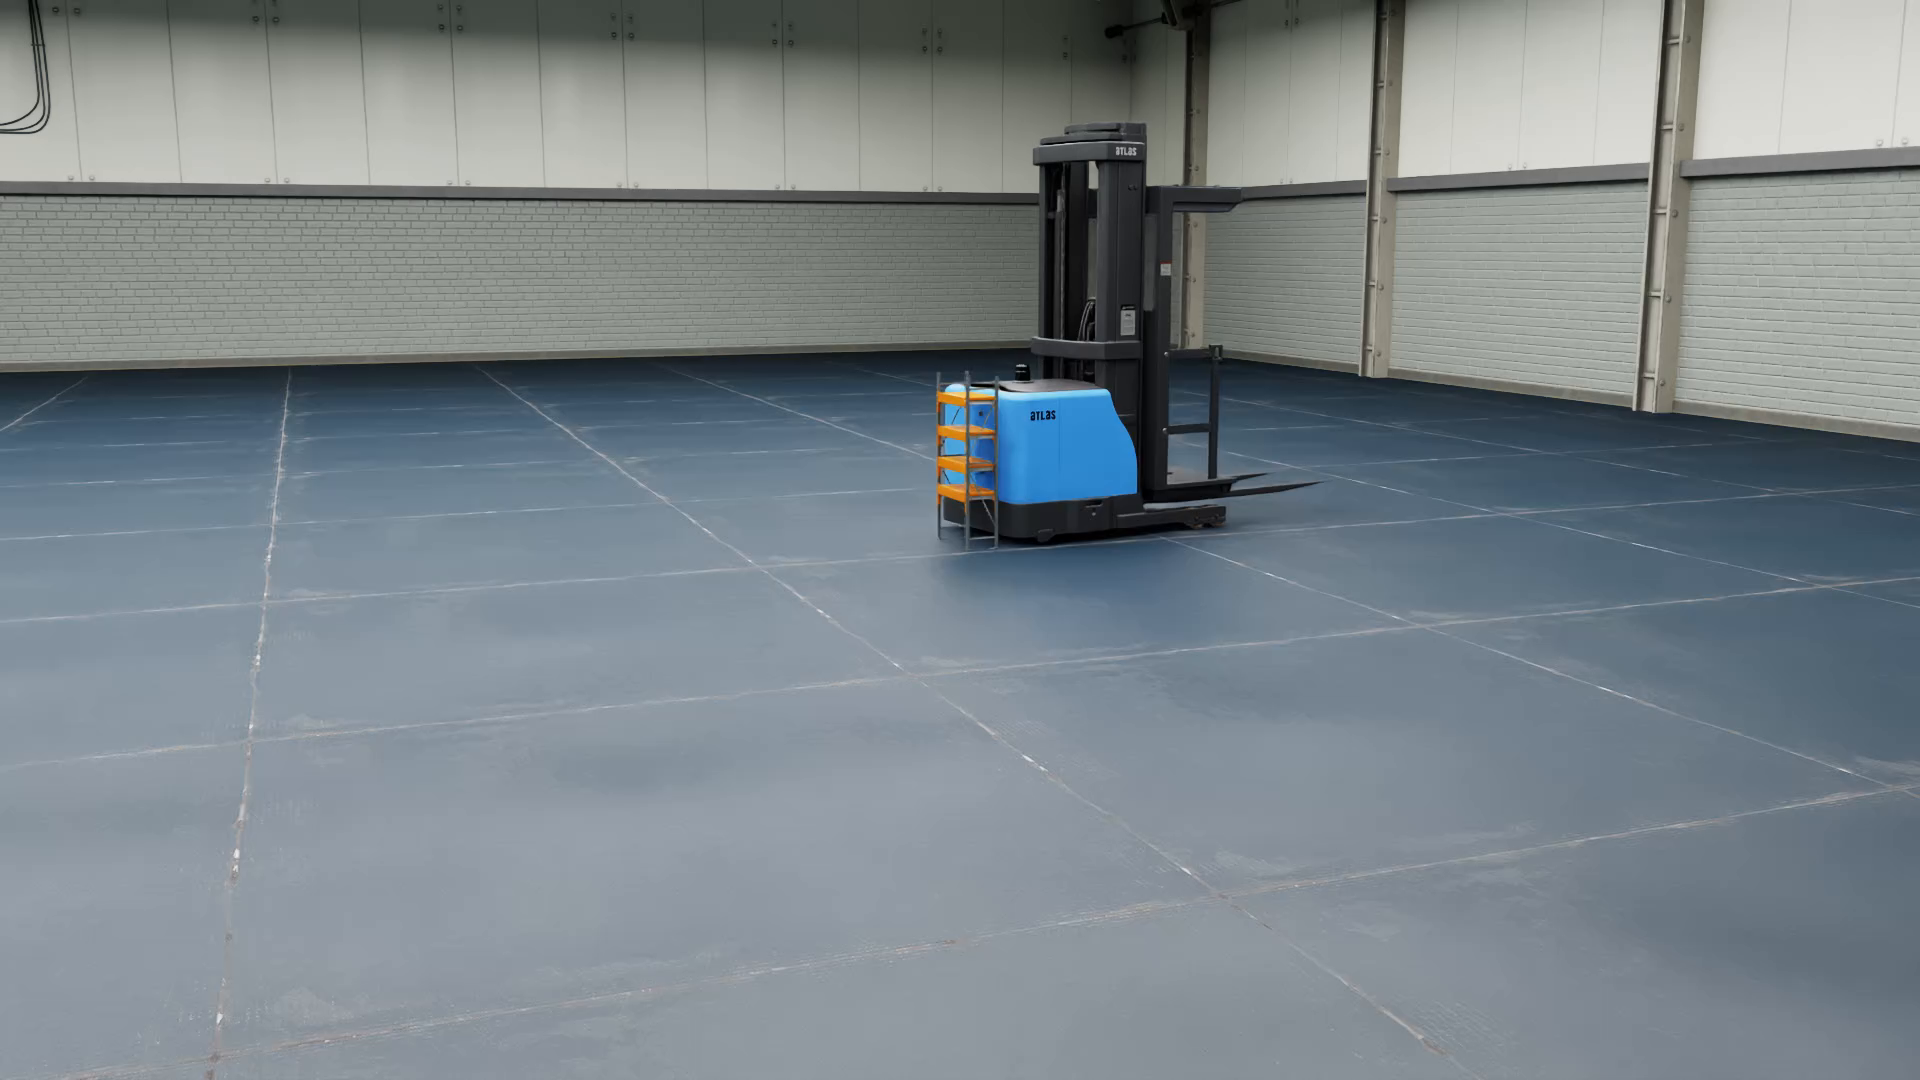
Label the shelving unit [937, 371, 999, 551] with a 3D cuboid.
[{"bbox_3d":[0.051,-0.562,11.653,0.258,1.200,0.503,-5,11,-24],"label":"shelving unit"}]

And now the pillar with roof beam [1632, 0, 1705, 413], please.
[{"bbox_3d":[4.786,-5.792,18.789,9.100,9.000,0.400,-4,11,-21],"label":"pillar with roof beam"}]

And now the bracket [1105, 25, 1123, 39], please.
[{"bbox_3d":[3.109,-10.229,33.450,0.235,0.232,0.430,-4,11,-21],"label":"bracket"}]

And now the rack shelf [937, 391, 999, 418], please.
[{"bbox_3d":[0.051,-0.949,11.584,0.258,0.148,0.480,-5,11,-24],"label":"rack shelf"}]

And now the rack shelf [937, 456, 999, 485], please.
[{"bbox_3d":[0.051,-0.496,11.665,0.258,0.148,0.480,-5,11,-24],"label":"rack shelf"}]

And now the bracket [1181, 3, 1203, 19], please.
[{"bbox_3d":[4.269,-9.706,30.514,0.235,0.232,0.430,-4,11,-21],"label":"bracket"}]

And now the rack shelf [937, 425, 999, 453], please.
[{"bbox_3d":[0.051,-0.716,11.626,0.258,0.148,0.480,-5,11,-24],"label":"rack shelf"}]

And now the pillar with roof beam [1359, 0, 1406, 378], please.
[{"bbox_3d":[2.611,-6.772,24.295,9.100,9.000,0.400,-4,11,-21],"label":"pillar with roof beam"}]

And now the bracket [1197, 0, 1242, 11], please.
[{"bbox_3d":[5.203,-9.286,28.150,0.076,0.066,4.783,-4,11,-21],"label":"bracket"}]

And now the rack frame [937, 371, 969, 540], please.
[{"bbox_3d":[-0.051,-0.601,11.872,0.240,1.200,0.015,-5,11,-24],"label":"rack frame"}]

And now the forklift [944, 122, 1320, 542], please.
[{"bbox_3d":[1.402,-1.595,12.515,3.031,2.935,1.130,-6,12,-31],"label":"forklift"}]

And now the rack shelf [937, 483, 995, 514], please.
[{"bbox_3d":[0.051,-0.300,11.700,0.258,0.148,0.480,-5,11,-24],"label":"rack shelf"}]

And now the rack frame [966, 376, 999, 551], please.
[{"bbox_3d":[0.152,-0.523,11.435,0.240,1.200,0.015,-5,11,-24],"label":"rack frame"}]

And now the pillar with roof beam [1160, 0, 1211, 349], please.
[{"bbox_3d":[0.437,-7.751,29.801,9.100,9.000,0.548,-4,11,-21],"label":"pillar with roof beam"}]

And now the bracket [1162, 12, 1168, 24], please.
[{"bbox_3d":[3.968,-9.842,31.275,0.235,0.232,0.430,-4,11,-21],"label":"bracket"}]

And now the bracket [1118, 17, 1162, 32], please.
[{"bbox_3d":[3.323,-10.132,32.908,0.076,0.066,3.189,-4,11,-21],"label":"bracket"}]

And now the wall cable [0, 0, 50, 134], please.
[{"bbox_3d":[-15.891,-8.864,26.348,2.305,6.003,0.169,-4,11,-21],"label":"wall cable"}]
